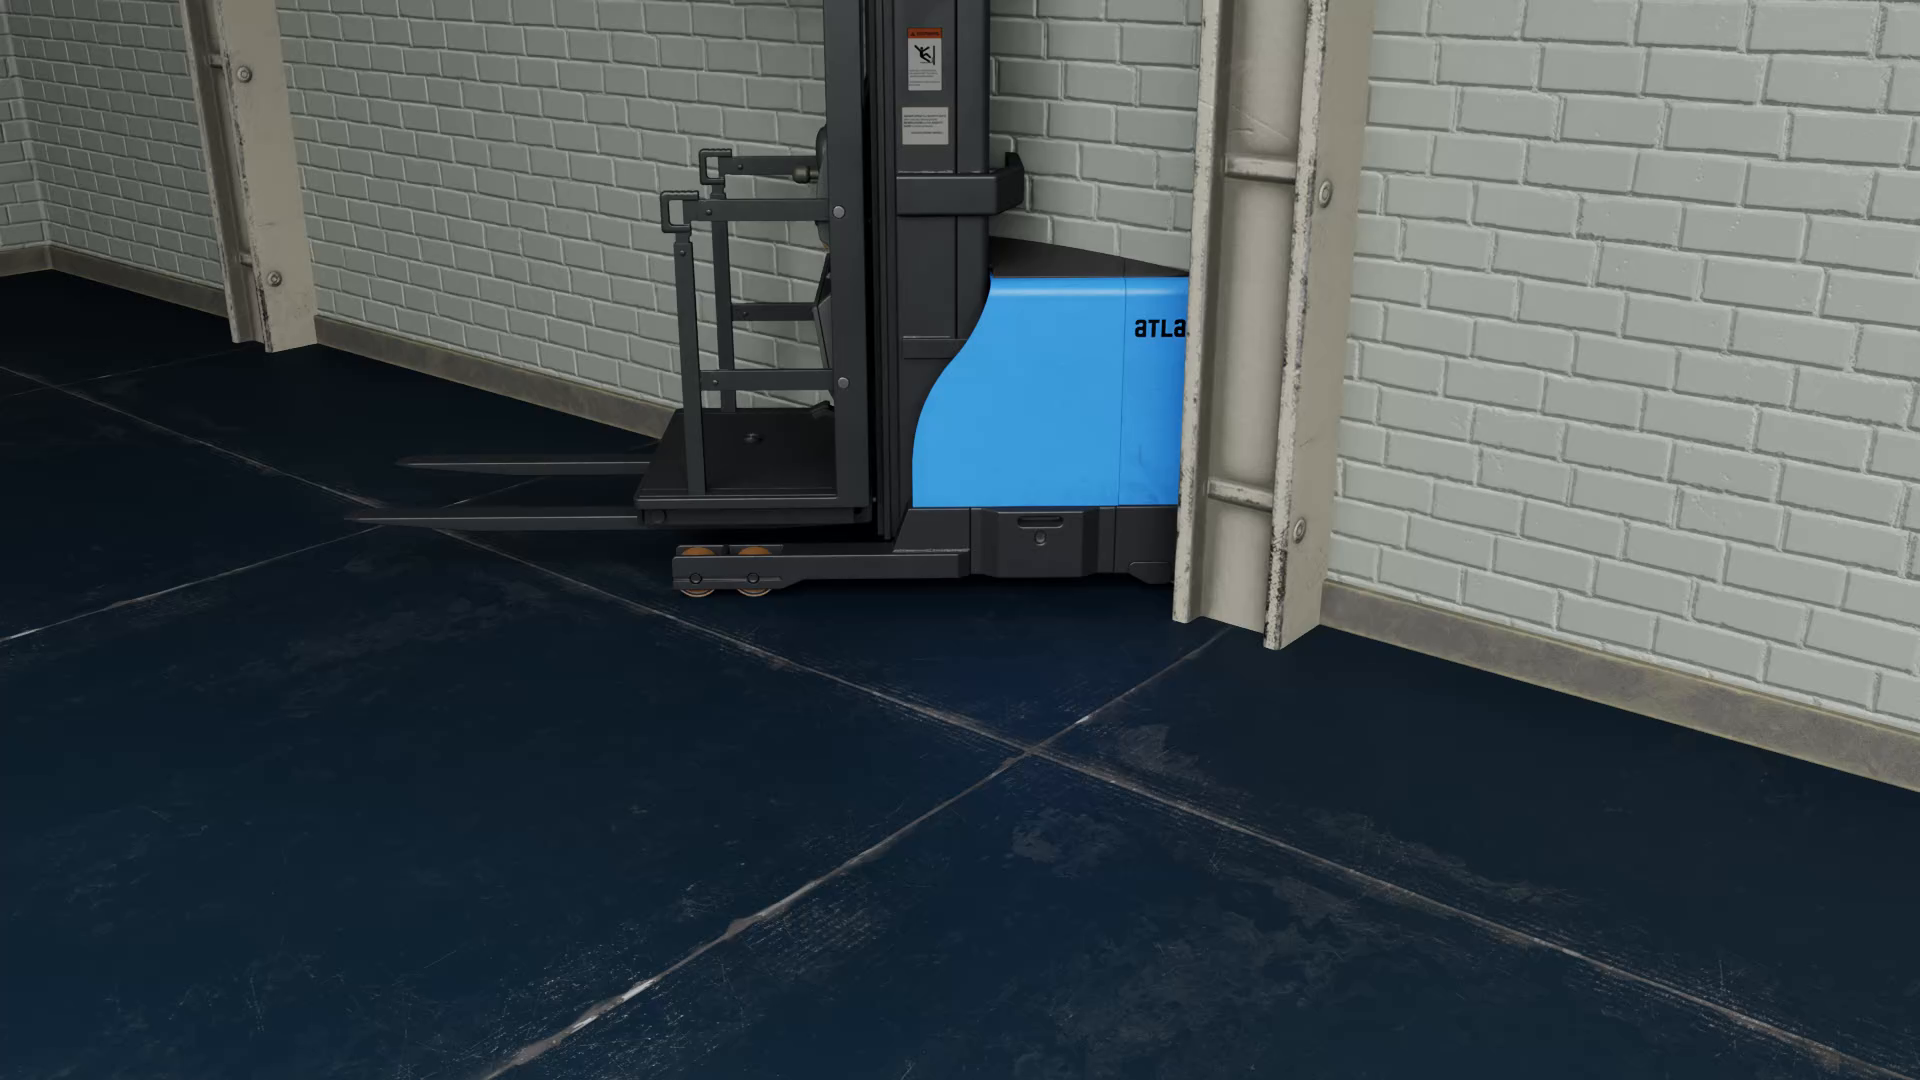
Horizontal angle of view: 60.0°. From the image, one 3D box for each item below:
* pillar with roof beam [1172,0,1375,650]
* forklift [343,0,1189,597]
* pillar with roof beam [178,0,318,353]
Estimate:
[{"bbox_3d":[-1.776,-2.771,0.763,0.400,9.000,9.100,16,26,36],"label":"pillar with roof beam"},{"bbox_3d":[-0.624,-1.366,5.637,3.031,2.935,1.130,0,21,-1],"label":"forklift"},{"bbox_3d":[-6.424,-4.110,4.312,0.400,9.000,9.100,16,26,36],"label":"pillar with roof beam"}]
